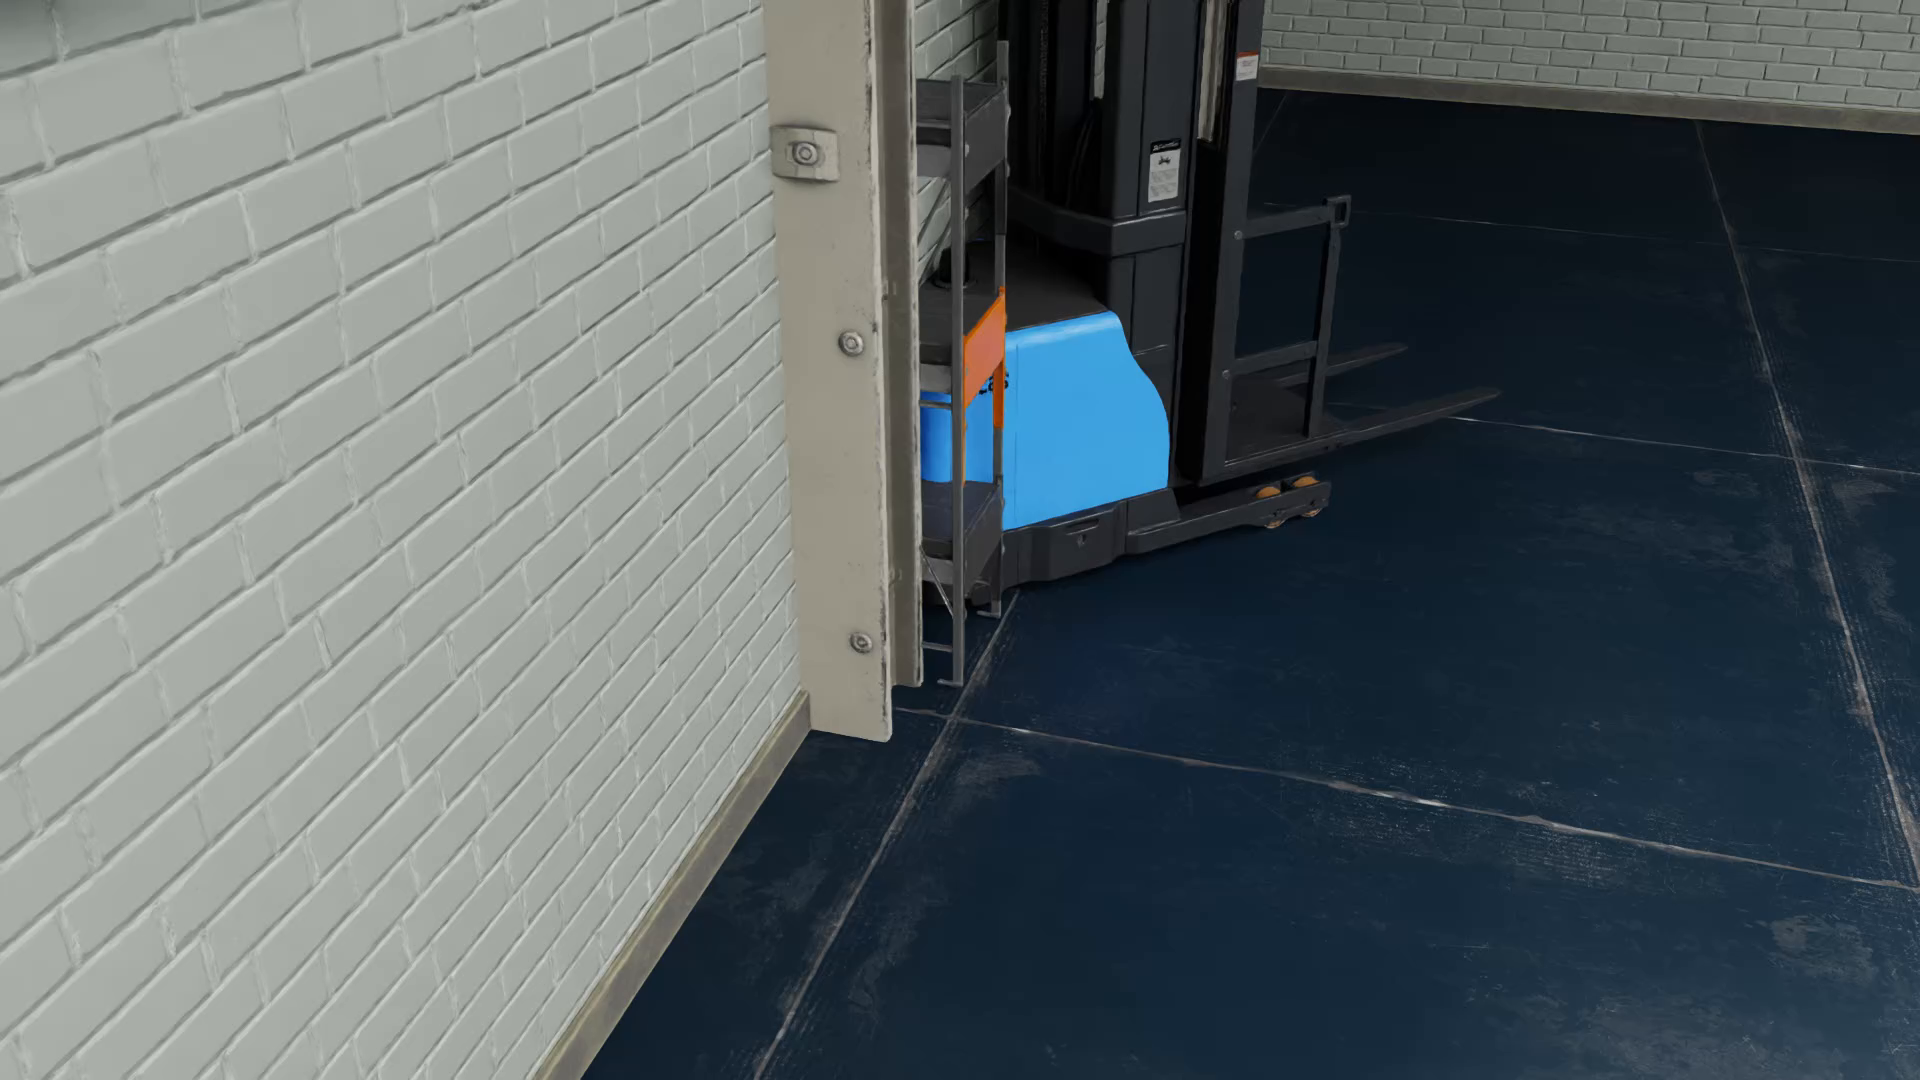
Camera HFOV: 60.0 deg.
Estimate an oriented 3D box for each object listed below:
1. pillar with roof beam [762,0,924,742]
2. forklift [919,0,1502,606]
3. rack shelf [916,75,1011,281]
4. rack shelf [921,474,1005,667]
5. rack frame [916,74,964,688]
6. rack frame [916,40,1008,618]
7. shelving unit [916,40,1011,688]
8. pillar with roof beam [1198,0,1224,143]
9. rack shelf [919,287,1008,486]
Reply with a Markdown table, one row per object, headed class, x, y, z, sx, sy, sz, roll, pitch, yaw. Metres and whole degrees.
| class | x | y | z | sx | sy | sz | roll | pitch | yaw |
| --- | --- | --- | --- | --- | --- | --- | --- | --- | --- |
| pillar with roof beam | 3.783 | -2.758 | 2.450 | 9.100 | 9.000 | 0.400 | 8 | 30 | 15 |
| forklift | 0.956 | -1.538 | 6.500 | 3.031 | 2.935 | 1.130 | -15 | 32 | -25 |
| rack shelf | -0.112 | -1.157 | 5.222 | 0.431 | 0.518 | 0.480 | 8 | 29 | 15 |
| rack shelf | -0.112 | 0.075 | 5.885 | 0.431 | 0.518 | 0.480 | 8 | 29 | 15 |
| rack frame | -0.183 | -0.442 | 5.341 | 0.400 | 2.100 | 0.015 | 8 | 29 | 15 |
| rack frame | -0.041 | -0.664 | 5.753 | 0.400 | 2.100 | 0.015 | 8 | 29 | 15 |
| shelving unit | -0.112 | -0.553 | 5.547 | 0.431 | 2.100 | 0.503 | 8 | 29 | 15 |
| pillar with roof beam | 5.544 | -5.546 | 7.463 | 9.100 | 9.000 | 0.400 | 8 | 30 | 15 |
| rack shelf | -0.112 | -0.541 | 5.553 | 0.431 | 0.518 | 0.480 | 8 | 29 | 15 |
